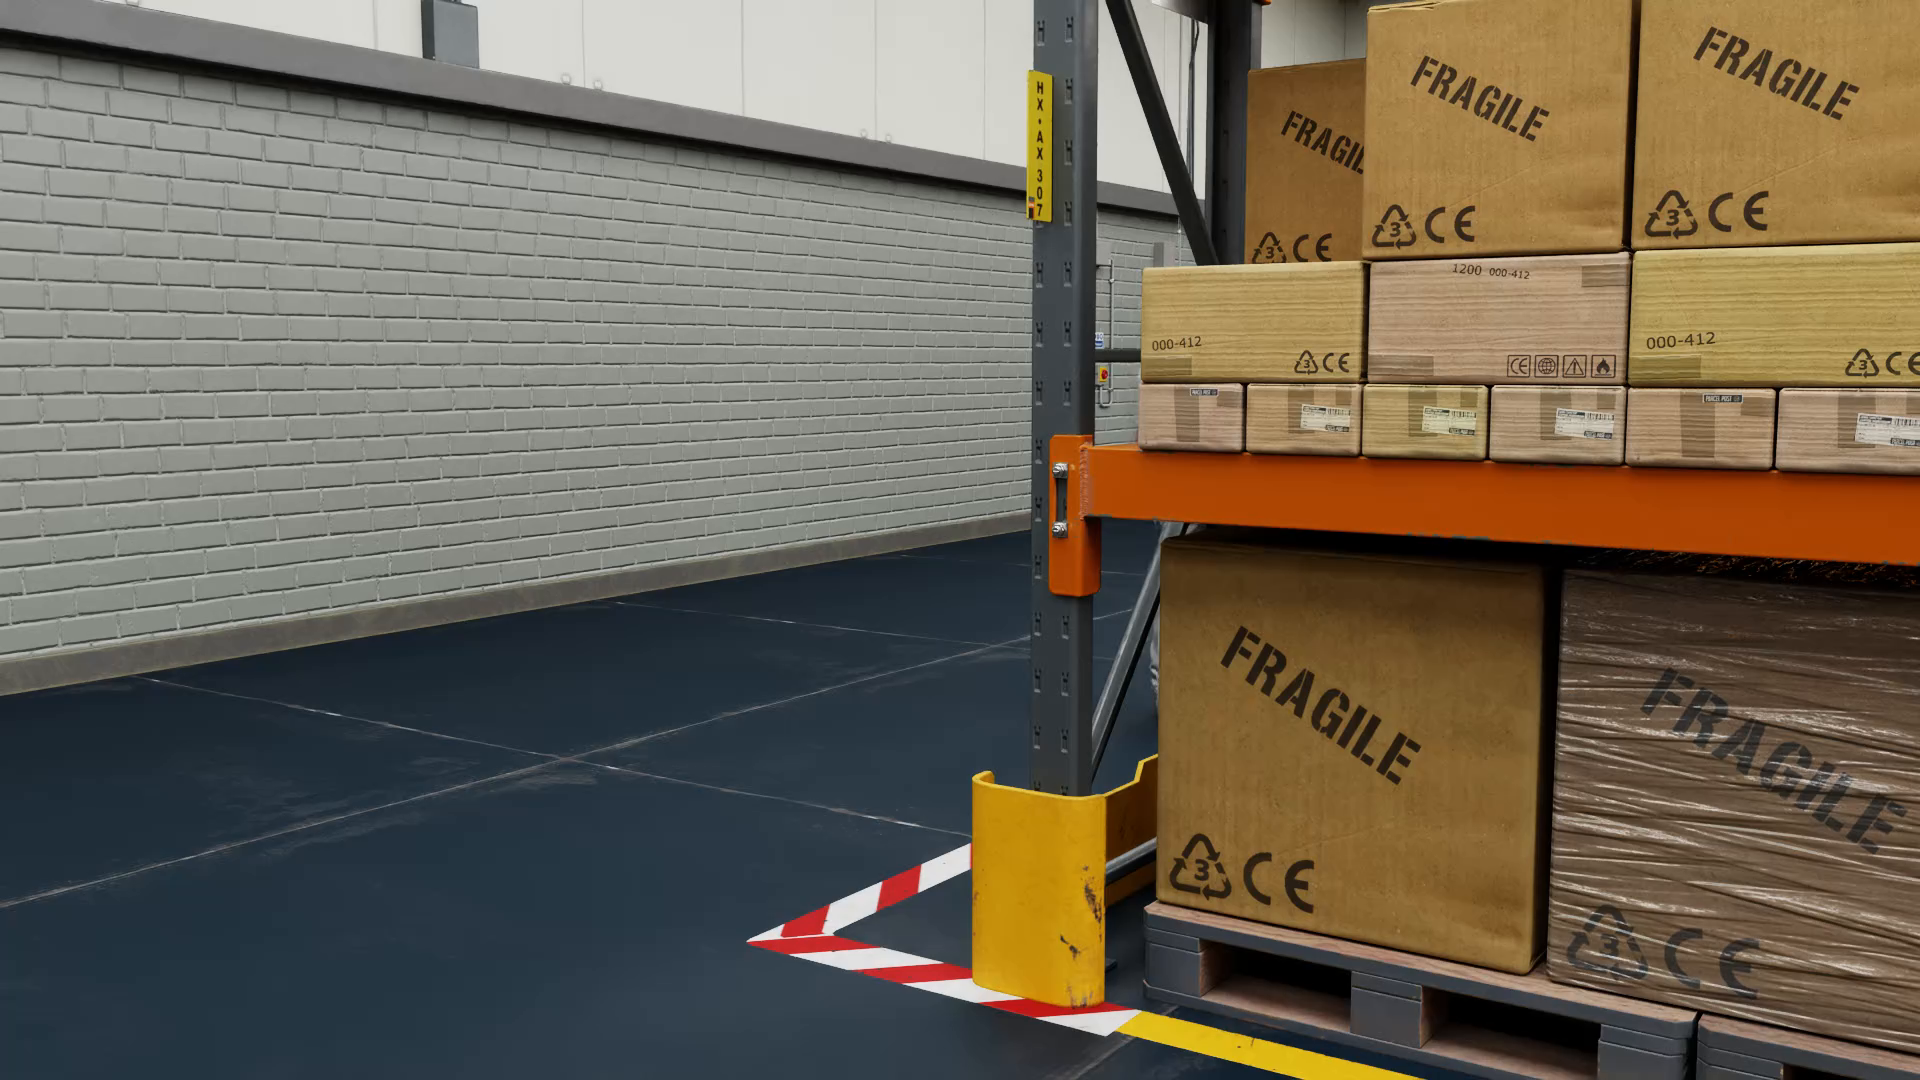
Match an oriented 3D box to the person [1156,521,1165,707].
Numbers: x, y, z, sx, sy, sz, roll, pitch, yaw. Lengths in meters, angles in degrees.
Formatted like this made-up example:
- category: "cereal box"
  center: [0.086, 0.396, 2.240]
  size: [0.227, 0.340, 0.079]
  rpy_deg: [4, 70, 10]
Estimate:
- category: "person"
  center: [1.074, -0.156, 7.117]
  size: [0.611, 1.807, 0.698]
  rpy_deg: [4, 7, 31]
